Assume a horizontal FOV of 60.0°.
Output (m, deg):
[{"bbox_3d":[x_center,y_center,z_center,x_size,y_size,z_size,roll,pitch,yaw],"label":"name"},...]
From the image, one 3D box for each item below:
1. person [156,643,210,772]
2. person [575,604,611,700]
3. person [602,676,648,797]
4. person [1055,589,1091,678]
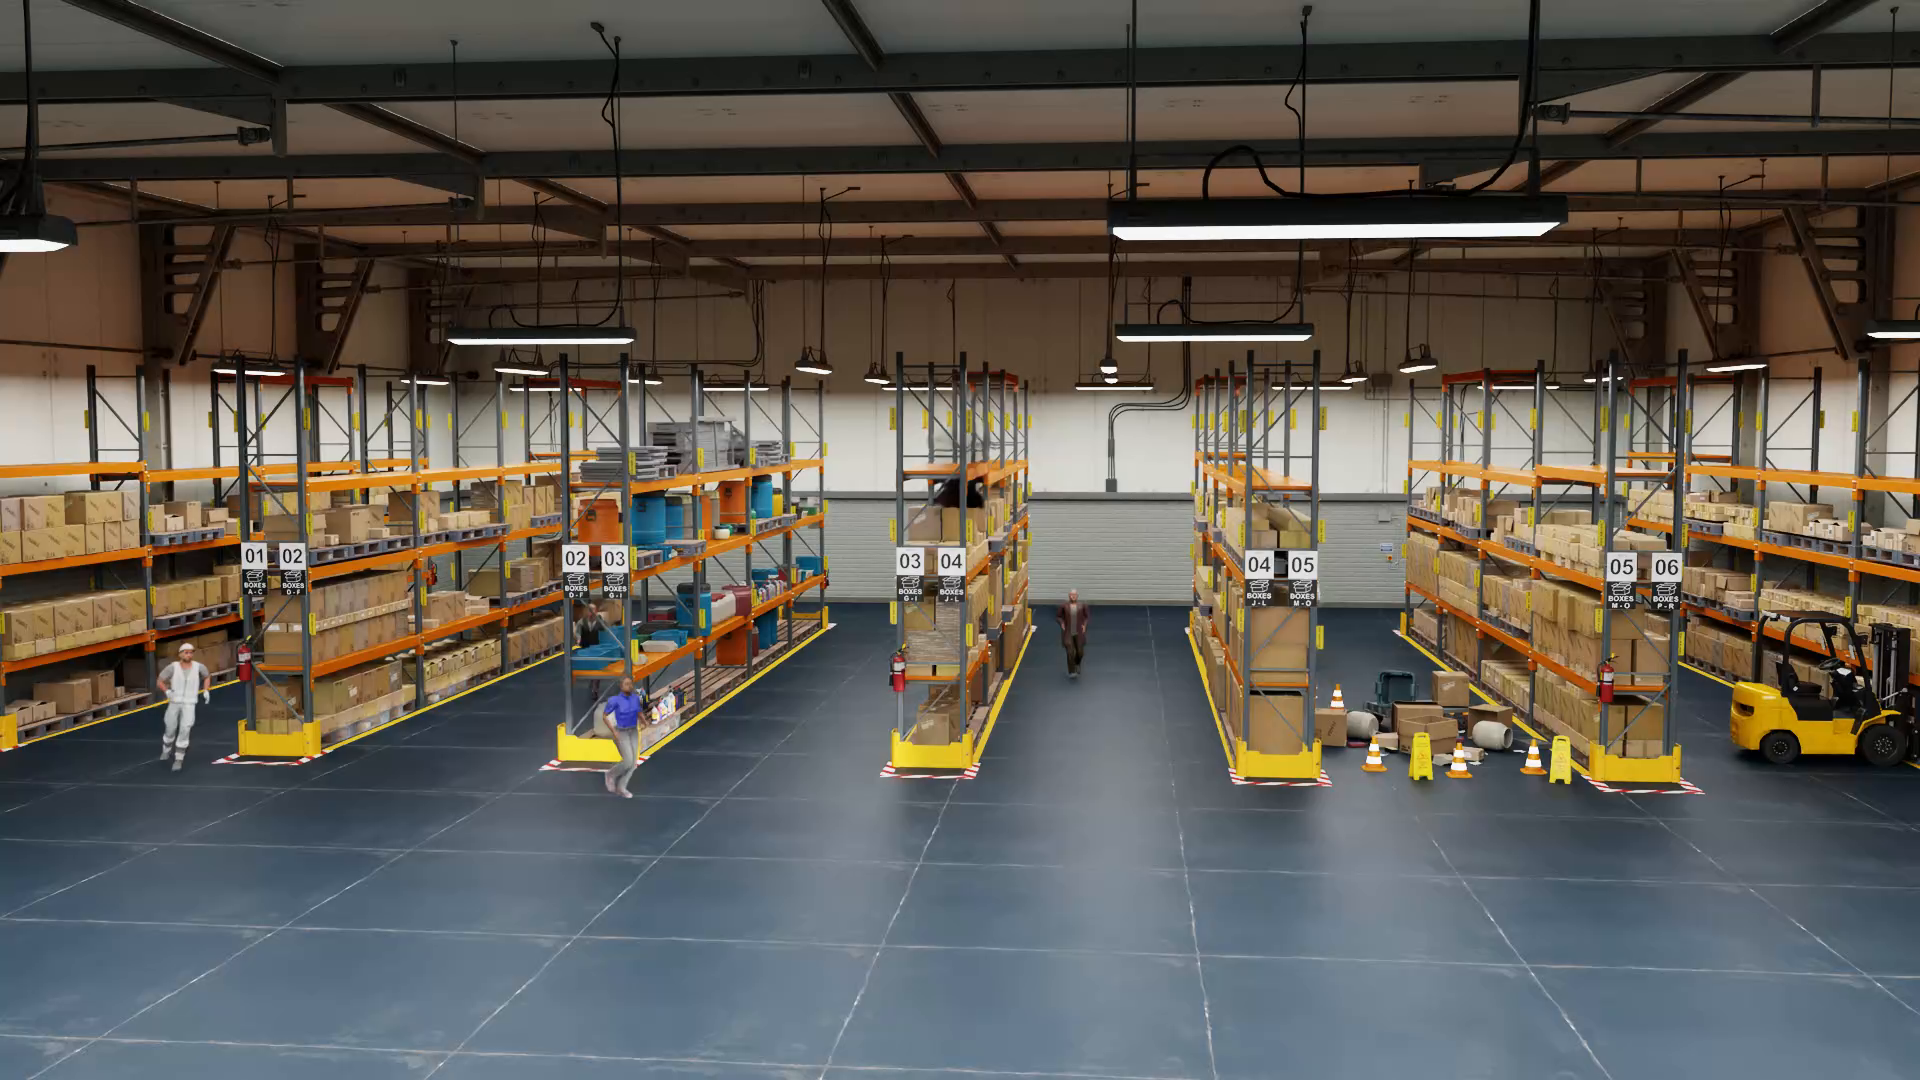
[{"bbox_3d":[-11.291,2.396,24.180,0.723,1.797,0.875,-2,4,-24],"label":"person"},{"bbox_3d":[-6.655,2.001,30.183,0.648,1.712,0.909,0,4,-3],"label":"person"},{"bbox_3d":[-4.432,2.623,22.198,0.572,1.624,0.565,4,5,42],"label":"person"},{"bbox_3d":[2.212,1.828,32.471,0.706,1.725,0.663,0,4,1],"label":"person"}]
